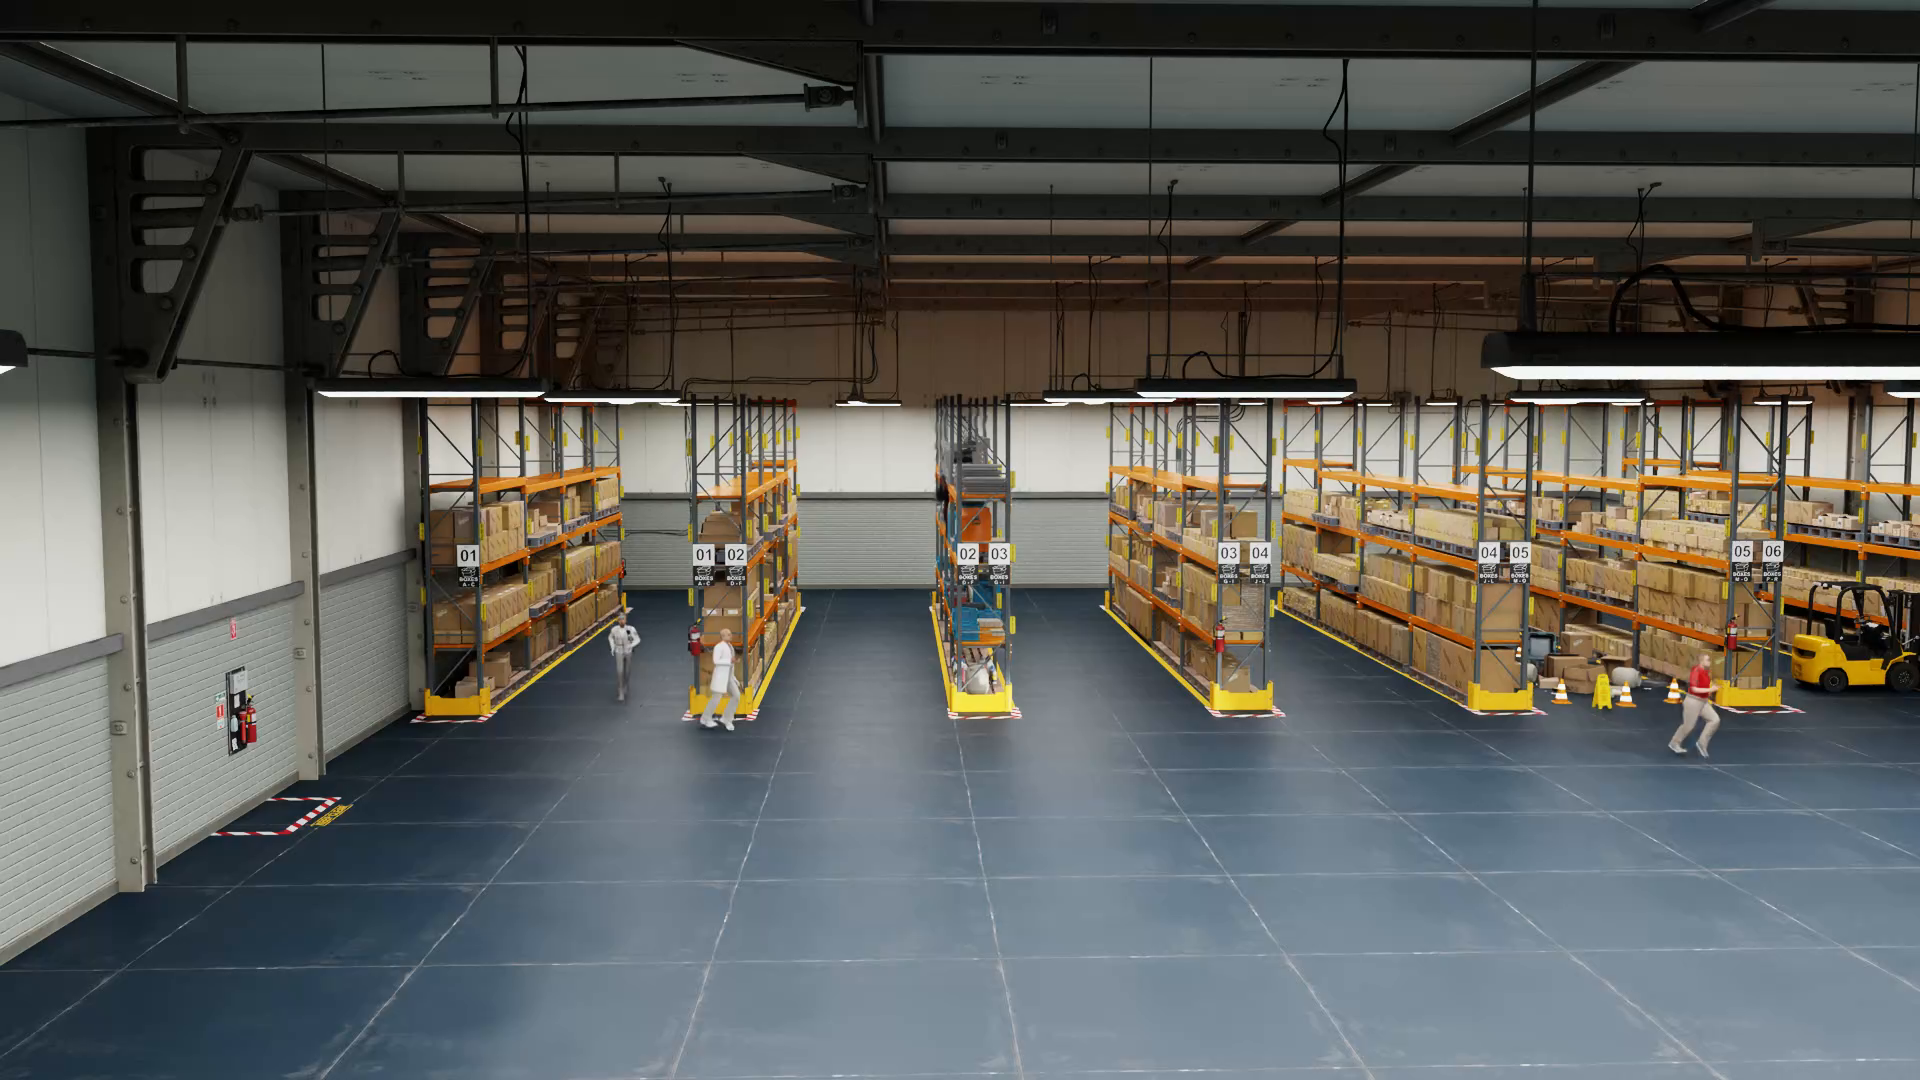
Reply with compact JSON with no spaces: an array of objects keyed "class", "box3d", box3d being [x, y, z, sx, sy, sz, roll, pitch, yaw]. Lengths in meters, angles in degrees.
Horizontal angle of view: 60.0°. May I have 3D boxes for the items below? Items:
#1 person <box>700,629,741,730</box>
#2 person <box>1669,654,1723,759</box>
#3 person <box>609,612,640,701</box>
[{"class":"person","box3d":[-4.233,2.511,29.796,0.817,1.839,0.688,2,5,25]},{"class":"person","box3d":[12.109,2.726,27.331,0.689,1.751,0.844,-4,6,-45]},{"class":"person","box3d":[-6.655,2.281,32.999,0.605,1.745,0.772,-1,5,-13]}]
